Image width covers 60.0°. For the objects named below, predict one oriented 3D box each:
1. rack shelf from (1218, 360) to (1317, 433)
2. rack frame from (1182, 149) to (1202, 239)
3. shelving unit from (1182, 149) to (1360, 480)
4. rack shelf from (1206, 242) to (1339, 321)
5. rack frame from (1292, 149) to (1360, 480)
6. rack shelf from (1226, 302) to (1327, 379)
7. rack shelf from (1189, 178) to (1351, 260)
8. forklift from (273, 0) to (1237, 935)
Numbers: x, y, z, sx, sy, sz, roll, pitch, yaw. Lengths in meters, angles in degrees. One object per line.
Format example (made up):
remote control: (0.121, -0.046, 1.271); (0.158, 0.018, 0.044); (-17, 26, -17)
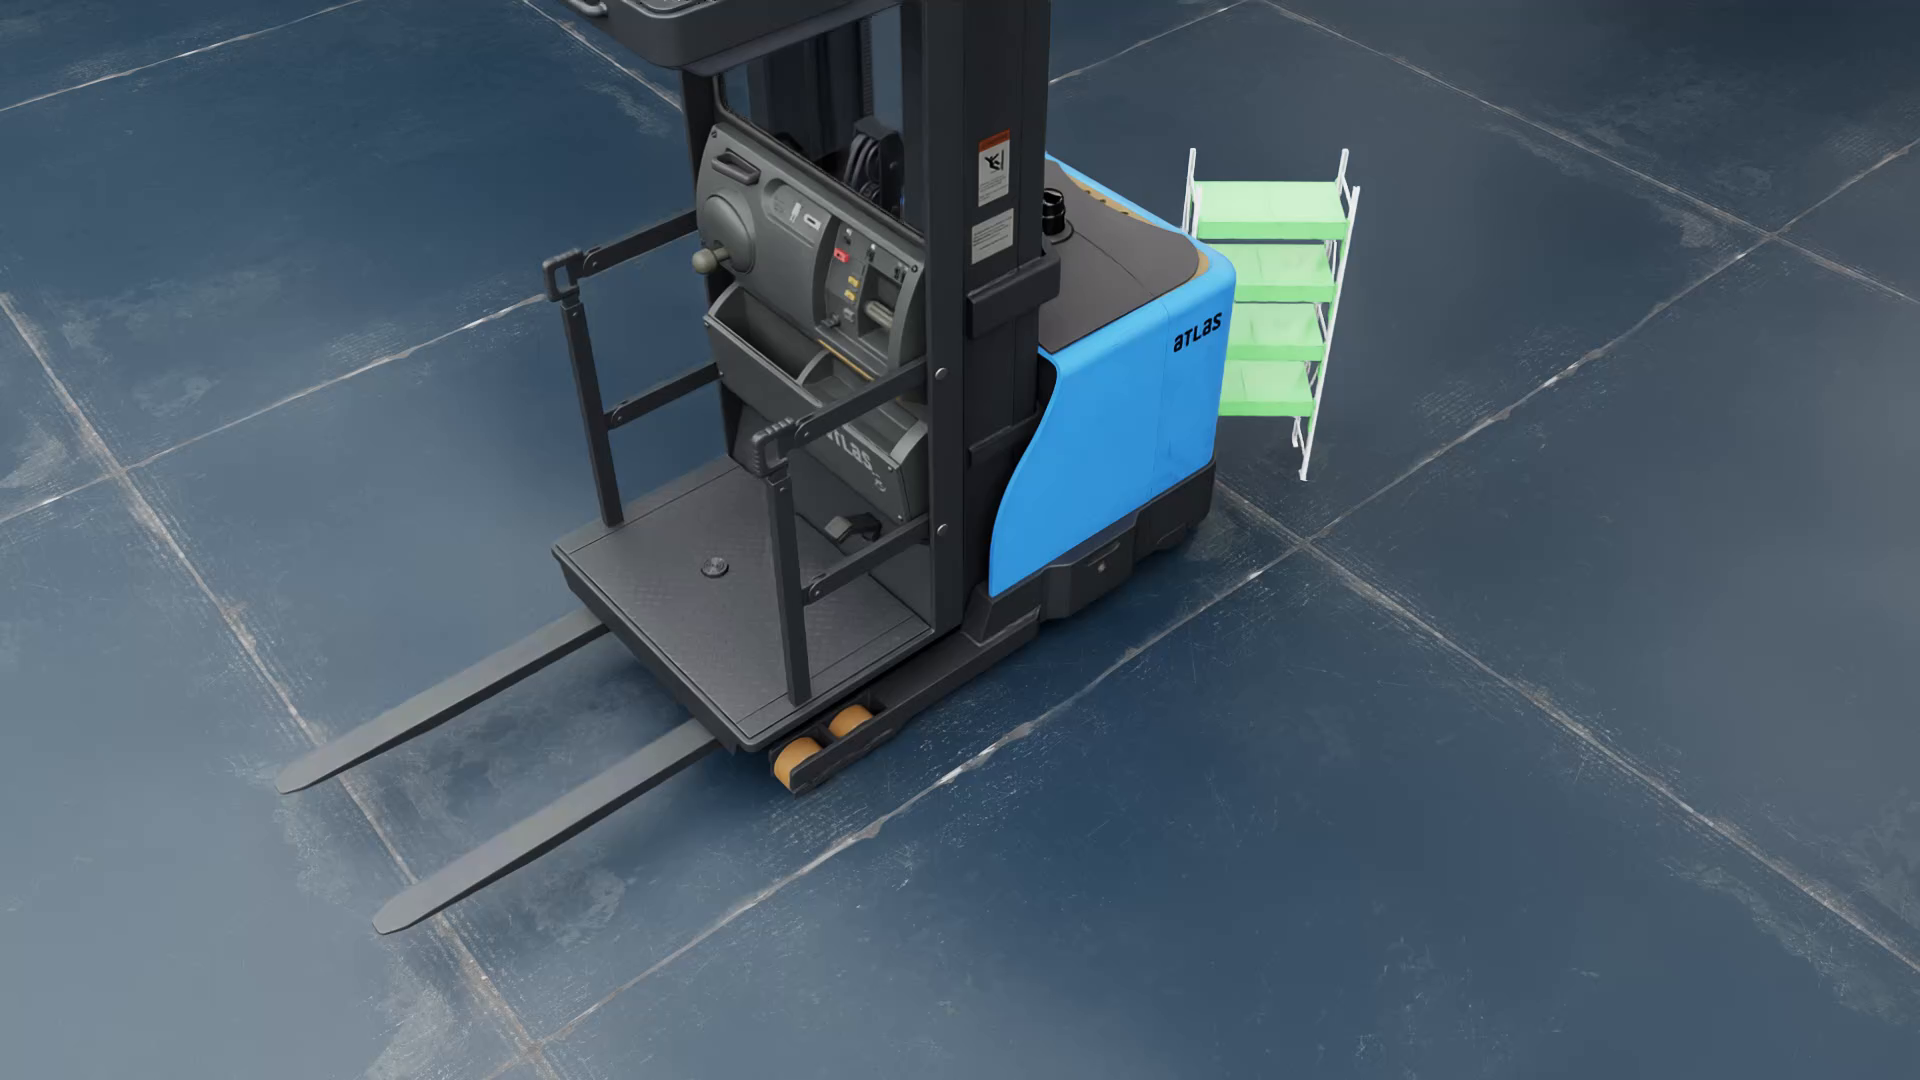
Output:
rack shelf: (0.990, -0.513, 5.864); (0.480, 0.148, 0.258); (0, 43, 0)
rack frame: (0.746, -0.736, 5.658); (0.015, 1.200, 0.240); (0, 43, 0)
shelving unit: (0.990, -0.735, 5.656); (0.503, 1.200, 0.258); (0, 43, 0)
rack shelf: (0.990, -0.863, 5.536); (0.480, 0.148, 0.258); (0, 43, 0)
rack frame: (1.234, -0.734, 5.655); (0.015, 1.200, 0.240); (0, 43, 0)
rack shelf: (0.990, -0.688, 5.700); (0.480, 0.148, 0.258); (0, 43, 0)
rack shelf: (0.990, -1.038, 5.371); (0.480, 0.148, 0.258); (0, 43, 0)
forklift: (-0.579, -0.726, 4.382); (3.031, 2.935, 1.130); (-31, 51, -28)
